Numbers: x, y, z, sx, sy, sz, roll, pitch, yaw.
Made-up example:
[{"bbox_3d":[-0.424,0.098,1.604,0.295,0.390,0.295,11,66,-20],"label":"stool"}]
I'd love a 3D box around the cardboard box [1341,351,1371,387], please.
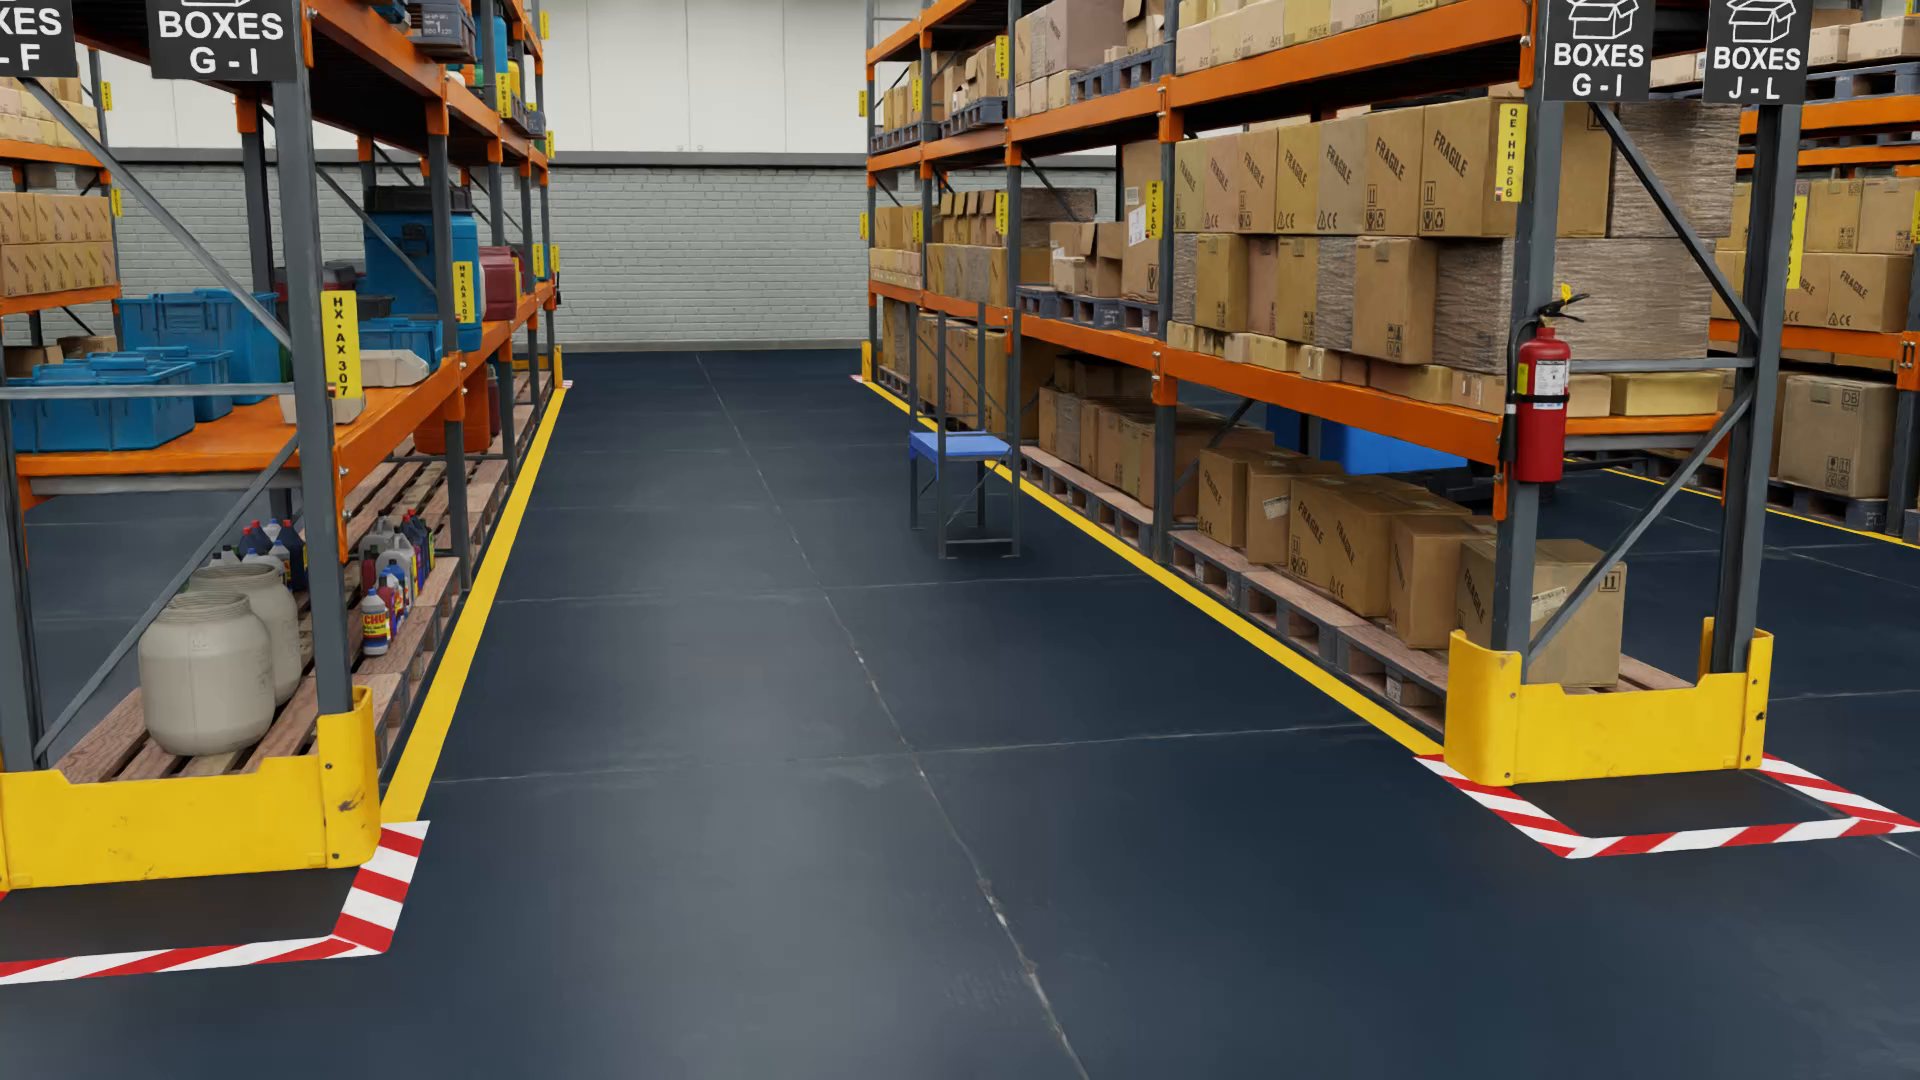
[{"bbox_3d":[1.921,-0.769,7.387,0.380,0.149,0.250,-2,11,-11],"label":"cardboard box"}]

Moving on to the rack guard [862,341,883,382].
[{"bbox_3d":[-0.678,-2.330,21.601,1.175,0.500,0.348,-2,11,-11],"label":"rack guard"}]

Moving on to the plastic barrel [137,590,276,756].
[{"bbox_3d":[-2.623,0.459,5.793,0.421,0.512,0.421,0,11,0],"label":"plastic barrel"}]

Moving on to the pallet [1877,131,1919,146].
[{"bbox_3d":[10.205,-4.149,16.953,1.003,0.211,1.213,-2,11,-8],"label":"pallet"}]

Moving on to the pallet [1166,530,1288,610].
[{"bbox_3d":[1.826,0.139,9.401,1.003,0.211,1.213,-2,11,-11],"label":"pallet"}]

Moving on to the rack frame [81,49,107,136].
[{"bbox_3d":[-10.391,-6.141,18.894,1.000,3.000,0.127,-2,11,-11],"label":"rack frame"}]

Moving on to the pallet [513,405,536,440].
[{"bbox_3d":[-4.645,-1.127,16.053,1.003,0.211,1.213,-2,11,-11],"label":"pallet"}]

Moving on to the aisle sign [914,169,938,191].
[{"bbox_3d":[-0.393,-4.855,21.228,0.394,0.787,0.004,-2,11,-11],"label":"aisle sign"}]

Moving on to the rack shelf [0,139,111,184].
[{"bbox_3d":[-10.002,-3.947,17.315,1.077,0.370,4.000,-2,11,-11],"label":"rack shelf"}]

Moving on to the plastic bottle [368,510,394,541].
[{"bbox_3d":[-2.931,0.025,8.448,0.144,0.351,0.185,-2,11,-11],"label":"plastic bottle"}]

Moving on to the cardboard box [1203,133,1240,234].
[{"bbox_3d":[1.597,-1.856,8.687,0.500,0.500,0.500,-2,11,-11],"label":"cardboard box"}]

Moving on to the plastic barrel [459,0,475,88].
[{"bbox_3d":[-4.084,-3.901,12.877,0.600,0.830,0.708,-2,11,-11],"label":"plastic barrel"}]

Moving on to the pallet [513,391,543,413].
[{"bbox_3d":[-4.935,-1.403,17.505,1.003,0.211,1.213,-2,11,-11],"label":"pallet"}]

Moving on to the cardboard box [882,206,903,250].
[{"bbox_3d":[-0.641,-3.710,19.766,0.500,0.500,0.500,-2,11,-13],"label":"cardboard box"}]

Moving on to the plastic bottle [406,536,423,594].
[{"bbox_3d":[-2.680,0.117,8.148,0.061,0.283,0.133,-1,11,-7],"label":"plastic bottle"}]

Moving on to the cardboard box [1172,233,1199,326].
[{"bbox_3d":[1.687,-1.463,9.298,0.875,0.500,0.500,-2,11,-11],"label":"cardboard box"}]

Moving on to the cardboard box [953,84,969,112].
[{"bbox_3d":[0.229,-4.252,16.104,0.500,0.311,0.500,-3,11,-13],"label":"cardboard box"}]

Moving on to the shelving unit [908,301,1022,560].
[{"bbox_3d":[0.017,-0.721,10.474,0.538,1.500,1.048,-2,11,-11],"label":"shelving unit"}]

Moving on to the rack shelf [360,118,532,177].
[{"bbox_3d":[-4.365,-3.393,14.403,1.077,0.370,4.000,-2,11,-11],"label":"rack shelf"}]

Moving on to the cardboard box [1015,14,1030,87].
[{"bbox_3d":[0.721,-3.759,12.797,0.500,0.500,0.500,-2,11,-10],"label":"cardboard box"}]

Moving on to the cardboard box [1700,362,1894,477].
[{"bbox_3d":[6.152,-0.903,12.314,1.050,0.750,0.750,-2,11,-11],"label":"cardboard box"}]

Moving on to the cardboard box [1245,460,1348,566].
[{"bbox_3d":[1.818,-0.151,9.032,0.500,0.500,0.500,1,11,7],"label":"cardboard box"}]

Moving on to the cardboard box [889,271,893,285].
[{"bbox_3d":[-0.628,-3.071,19.481,0.380,0.149,0.250,-2,11,-12],"label":"cardboard box"}]

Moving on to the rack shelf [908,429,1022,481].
[{"bbox_3d":[0.017,-0.544,10.508,0.538,0.185,1.000,-2,11,-11],"label":"rack shelf"}]

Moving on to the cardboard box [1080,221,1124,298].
[{"bbox_3d":[1.233,-1.924,11.385,0.797,0.503,0.637,-1,11,-5],"label":"cardboard box"}]

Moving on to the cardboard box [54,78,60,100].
[{"bbox_3d":[-10.261,-5.019,18.082,0.700,0.500,0.500,-2,11,-11],"label":"cardboard box"}]

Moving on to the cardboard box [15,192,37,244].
[{"bbox_3d":[-9.530,-3.192,16.503,0.500,0.500,0.500,-2,11,-13],"label":"cardboard box"}]

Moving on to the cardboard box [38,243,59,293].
[{"bbox_3d":[-9.643,-2.799,17.110,0.500,0.500,0.500,-2,11,-11],"label":"cardboard box"}]

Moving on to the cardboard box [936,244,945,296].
[{"bbox_3d":[0.047,-2.683,16.505,0.500,0.500,0.500,-2,11,-11],"label":"cardboard box"}]

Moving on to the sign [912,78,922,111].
[{"bbox_3d":[-0.440,-4.566,17.046,0.100,0.325,0.005,-2,11,-11],"label":"sign"}]

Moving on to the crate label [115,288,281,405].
[{"bbox_3d":[-3.043,-0.784,6.699,0.502,0.435,0.616,-2,11,-11],"label":"crate label"}]

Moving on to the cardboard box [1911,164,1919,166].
[{"bbox_3d":[13.749,-5.378,23.581,0.380,0.149,0.250,-2,11,-10],"label":"cardboard box"}]

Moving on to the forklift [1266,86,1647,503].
[{"bbox_3d":[3.778,-1.778,12.201,3.031,2.935,1.130,-5,12,-25],"label":"forklift"}]

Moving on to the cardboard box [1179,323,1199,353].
[{"bbox_3d":[1.443,-1.133,9.296,0.380,0.149,0.250,-2,11,-11],"label":"cardboard box"}]

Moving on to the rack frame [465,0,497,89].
[{"bbox_3d":[-3.976,-4.853,12.128,1.000,3.000,0.127,-2,11,-11],"label":"rack frame"}]

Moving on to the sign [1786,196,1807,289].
[{"bbox_3d":[2.971,-1.064,5.949,0.100,0.325,0.005,-2,11,-11],"label":"sign"}]

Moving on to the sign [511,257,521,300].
[{"bbox_3d":[-3.438,-2.008,12.786,0.100,0.325,0.005,-2,11,-11],"label":"sign"}]

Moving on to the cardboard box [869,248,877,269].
[{"bbox_3d":[-0.845,-3.528,20.816,0.500,0.250,0.500,-2,11,-13],"label":"cardboard box"}]

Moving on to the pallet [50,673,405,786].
[{"bbox_3d":[-2.634,0.769,6.089,1.003,0.211,1.213,-2,11,-11],"label":"pallet"}]

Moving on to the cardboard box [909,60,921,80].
[{"bbox_3d":[-0.291,-5.329,18.987,0.500,0.250,0.500,-2,11,-13],"label":"cardboard box"}]

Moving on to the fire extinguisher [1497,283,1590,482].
[{"bbox_3d":[2.009,-0.543,5.735,0.296,0.674,0.183,-2,11,-11],"label":"fire extinguisher"}]

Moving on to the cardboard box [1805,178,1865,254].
[{"bbox_3d":[6.341,-2.240,11.501,0.700,0.500,0.500,-2,11,-12],"label":"cardboard box"}]

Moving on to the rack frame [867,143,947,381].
[{"bbox_3d":[-0.674,-3.554,21.344,1.000,3.000,0.127,-2,11,-11],"label":"rack frame"}]

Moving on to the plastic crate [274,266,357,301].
[{"bbox_3d":[-3.592,-1.282,9.237,0.402,0.464,0.583,-2,11,-11],"label":"plastic crate"}]

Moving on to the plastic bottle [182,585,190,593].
[{"bbox_3d":[-3.248,0.338,6.988,0.061,0.283,0.133,-2,11,-10],"label":"plastic bottle"}]

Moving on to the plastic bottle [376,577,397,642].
[{"bbox_3d":[-2.493,0.293,7.221,0.061,0.283,0.133,-2,11,-10],"label":"plastic bottle"}]

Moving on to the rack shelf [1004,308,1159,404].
[{"bbox_3d":[1.271,-1.366,11.775,1.077,0.370,4.000,-2,11,-11],"label":"rack shelf"}]

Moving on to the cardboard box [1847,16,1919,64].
[{"bbox_3d":[6.251,-3.294,10.966,0.500,0.250,0.500,-2,11,-10],"label":"cardboard box"}]

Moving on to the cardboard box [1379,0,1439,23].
[{"bbox_3d":[1.995,-2.190,6.557,0.500,0.250,0.500,-2,11,-11],"label":"cardboard box"}]

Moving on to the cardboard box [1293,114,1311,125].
[{"bbox_3d":[4.331,-4.989,19.930,0.500,0.250,0.500,-3,11,-13],"label":"cardboard box"}]

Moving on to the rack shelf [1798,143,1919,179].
[{"bbox_3d":[10.214,-3.934,17.243,1.077,0.370,4.000,-2,11,-11],"label":"rack shelf"}]

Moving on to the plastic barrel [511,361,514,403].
[{"bbox_3d":[-4.665,-1.715,16.173,0.600,0.901,0.708,-2,11,-11],"label":"plastic barrel"}]

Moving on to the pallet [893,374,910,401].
[{"bbox_3d":[-0.207,-1.817,19.676,1.003,0.211,1.213,-2,11,-11],"label":"pallet"}]

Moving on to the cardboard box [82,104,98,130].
[{"bbox_3d":[-10.041,-4.755,18.696,0.500,0.250,0.500,-2,11,-11],"label":"cardboard box"}]

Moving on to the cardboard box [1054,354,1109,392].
[{"bbox_3d":[1.042,-1.321,13.118,0.500,0.250,0.500,-2,11,-9],"label":"cardboard box"}]

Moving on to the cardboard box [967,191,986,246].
[{"bbox_3d":[0.495,-3.005,15.513,0.797,0.503,0.637,-2,11,-9],"label":"cardboard box"}]
